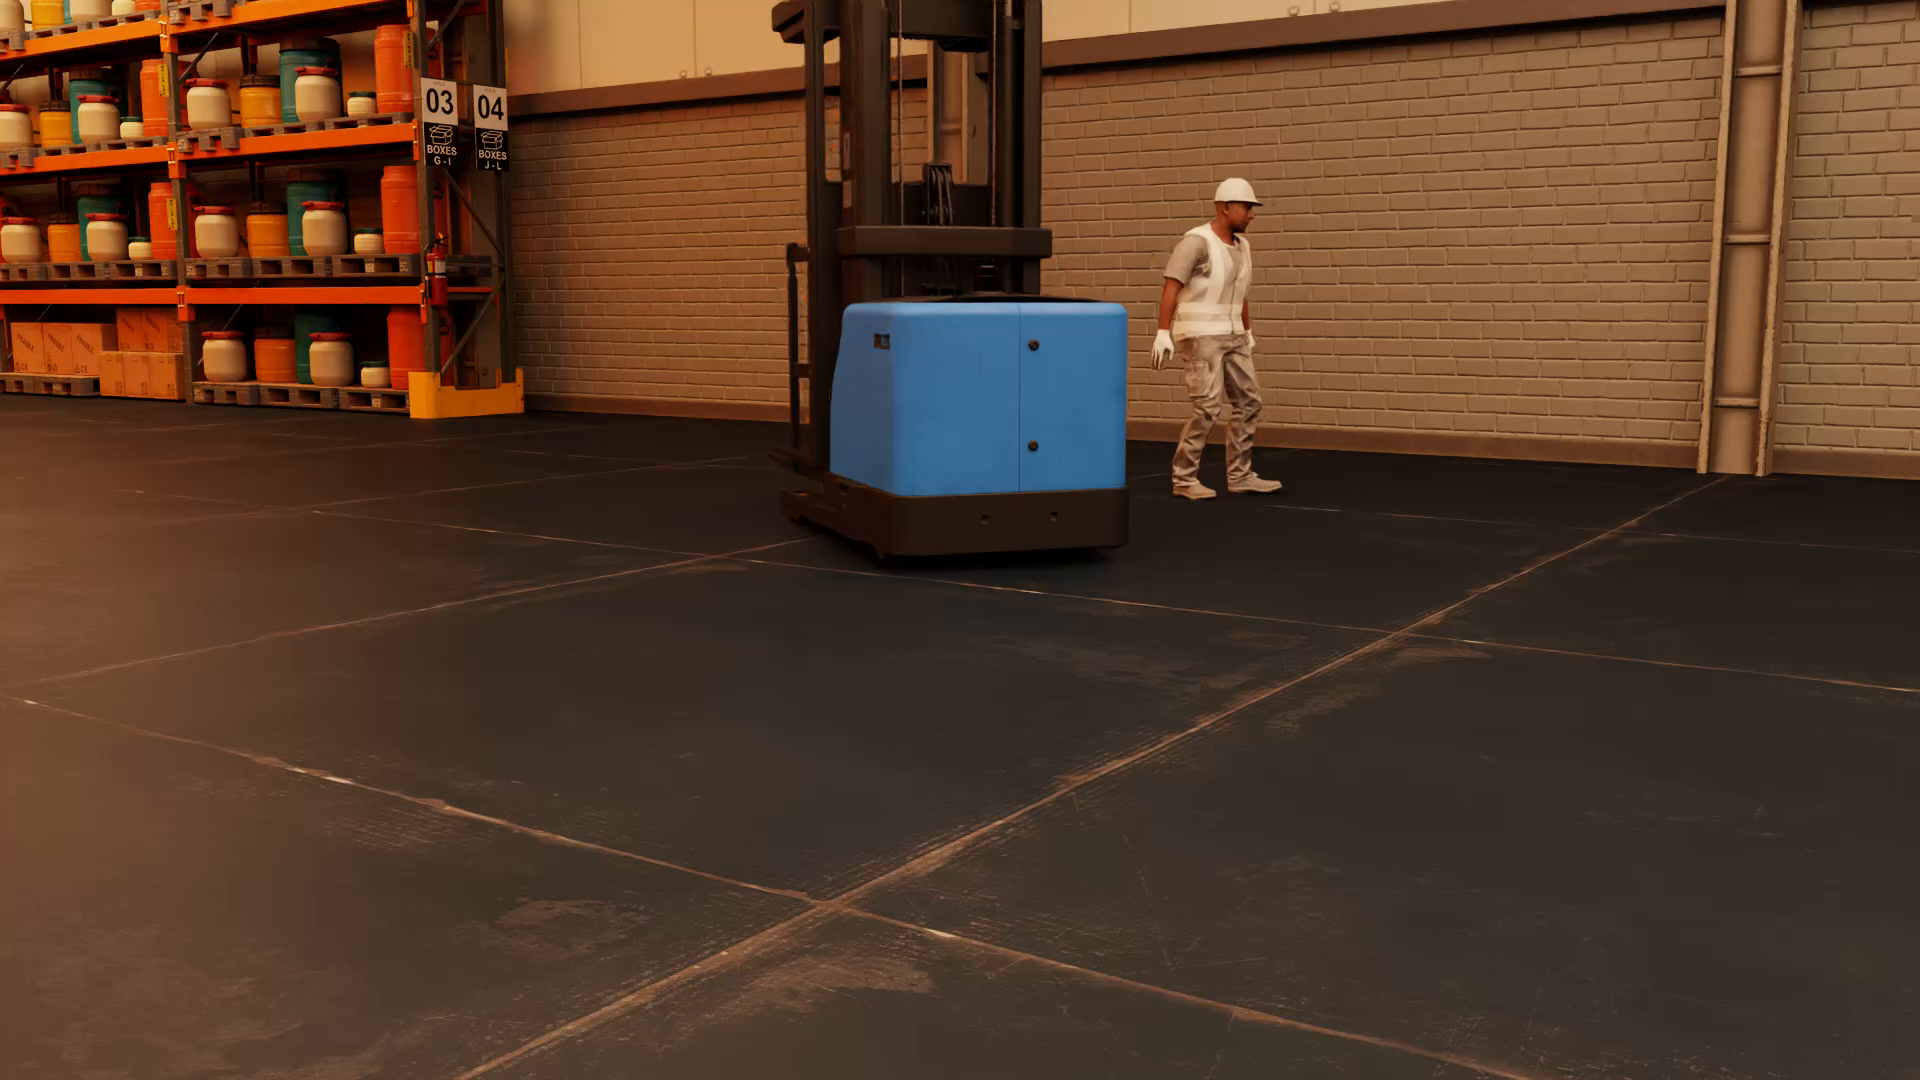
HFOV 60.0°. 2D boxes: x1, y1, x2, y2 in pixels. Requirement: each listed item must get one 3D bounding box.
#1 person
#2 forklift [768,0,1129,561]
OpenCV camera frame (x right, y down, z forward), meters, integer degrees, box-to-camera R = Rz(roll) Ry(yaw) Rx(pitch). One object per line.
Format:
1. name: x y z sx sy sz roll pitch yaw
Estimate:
1. person: 1.436 -1.104 9.177 0.441 1.744 0.873 8 11 43
2. forklift: -0.263 -1.536 7.996 1.130 2.935 3.031 -3 9 -19
